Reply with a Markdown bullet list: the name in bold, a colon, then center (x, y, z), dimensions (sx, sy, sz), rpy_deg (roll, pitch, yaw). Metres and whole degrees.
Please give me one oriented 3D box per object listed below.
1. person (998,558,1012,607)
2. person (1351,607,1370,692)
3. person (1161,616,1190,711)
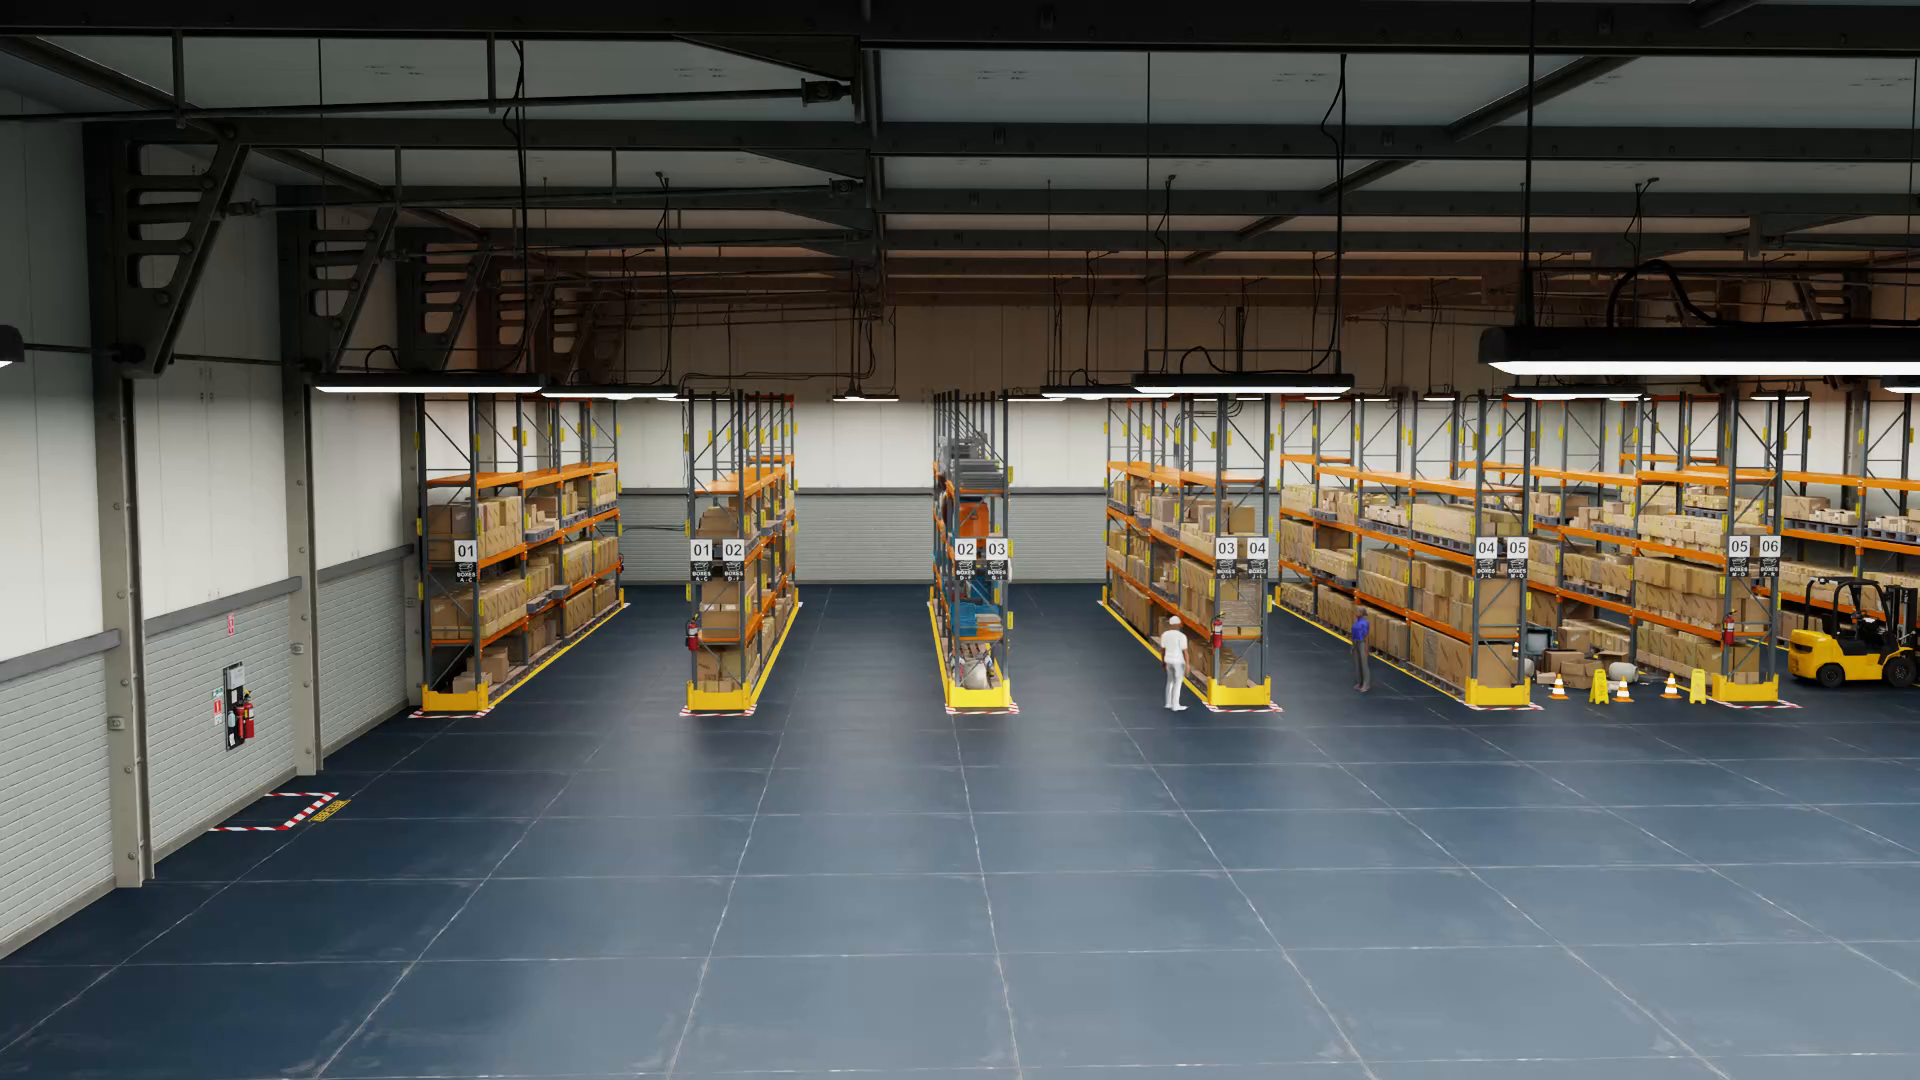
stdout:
- **person**: center (1.226, 1.046, 47.260), dimensions (0.502, 1.637, 0.943), rpy_deg (-1, 5, -8)
- **person**: center (8.036, 2.180, 33.382), dimensions (0.398, 1.673, 0.558), rpy_deg (-2, 5, -26)
- **person**: center (4.074, 2.323, 31.150), dimensions (0.426, 1.804, 0.625), rpy_deg (-4, 6, -41)
